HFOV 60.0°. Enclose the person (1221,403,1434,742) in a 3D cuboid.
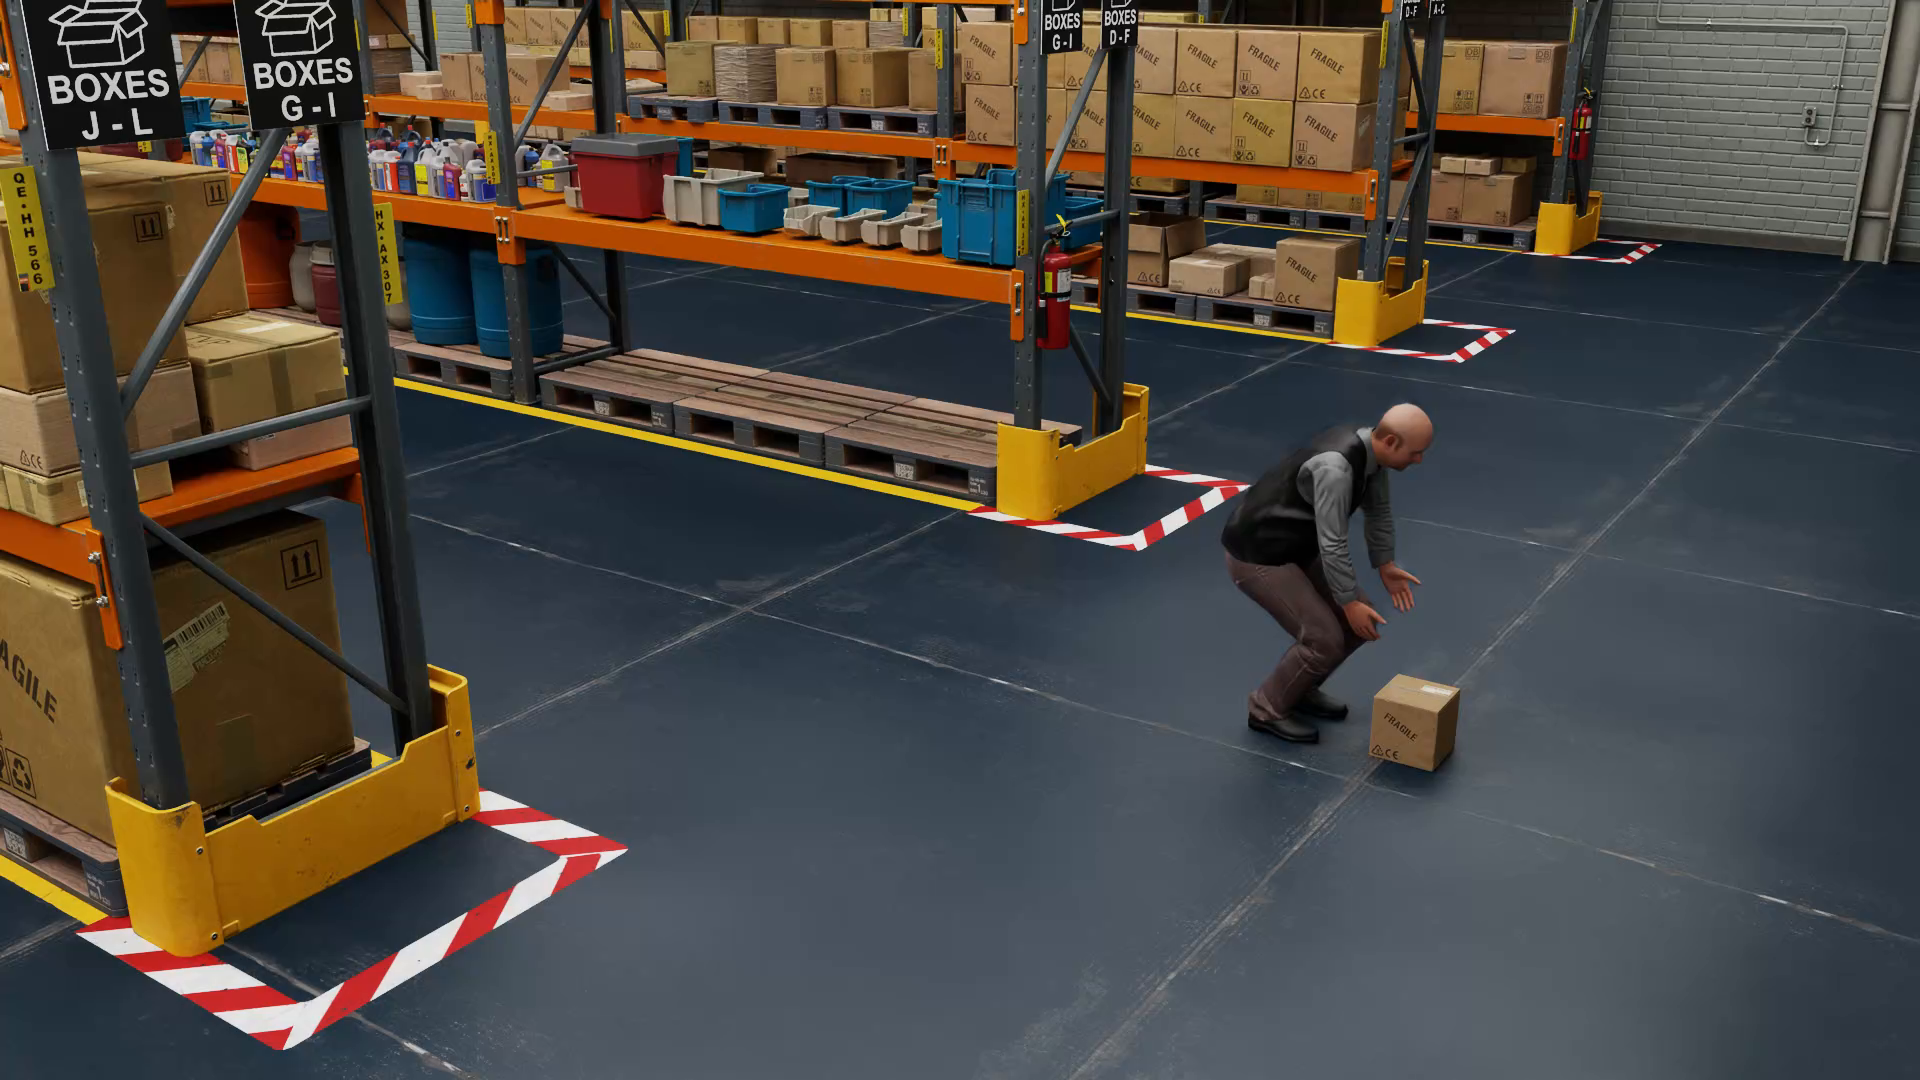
[{"bbox_3d":[1.404,0.089,6.426,0.743,1.345,0.590,13,23,32],"label":"person"}]
